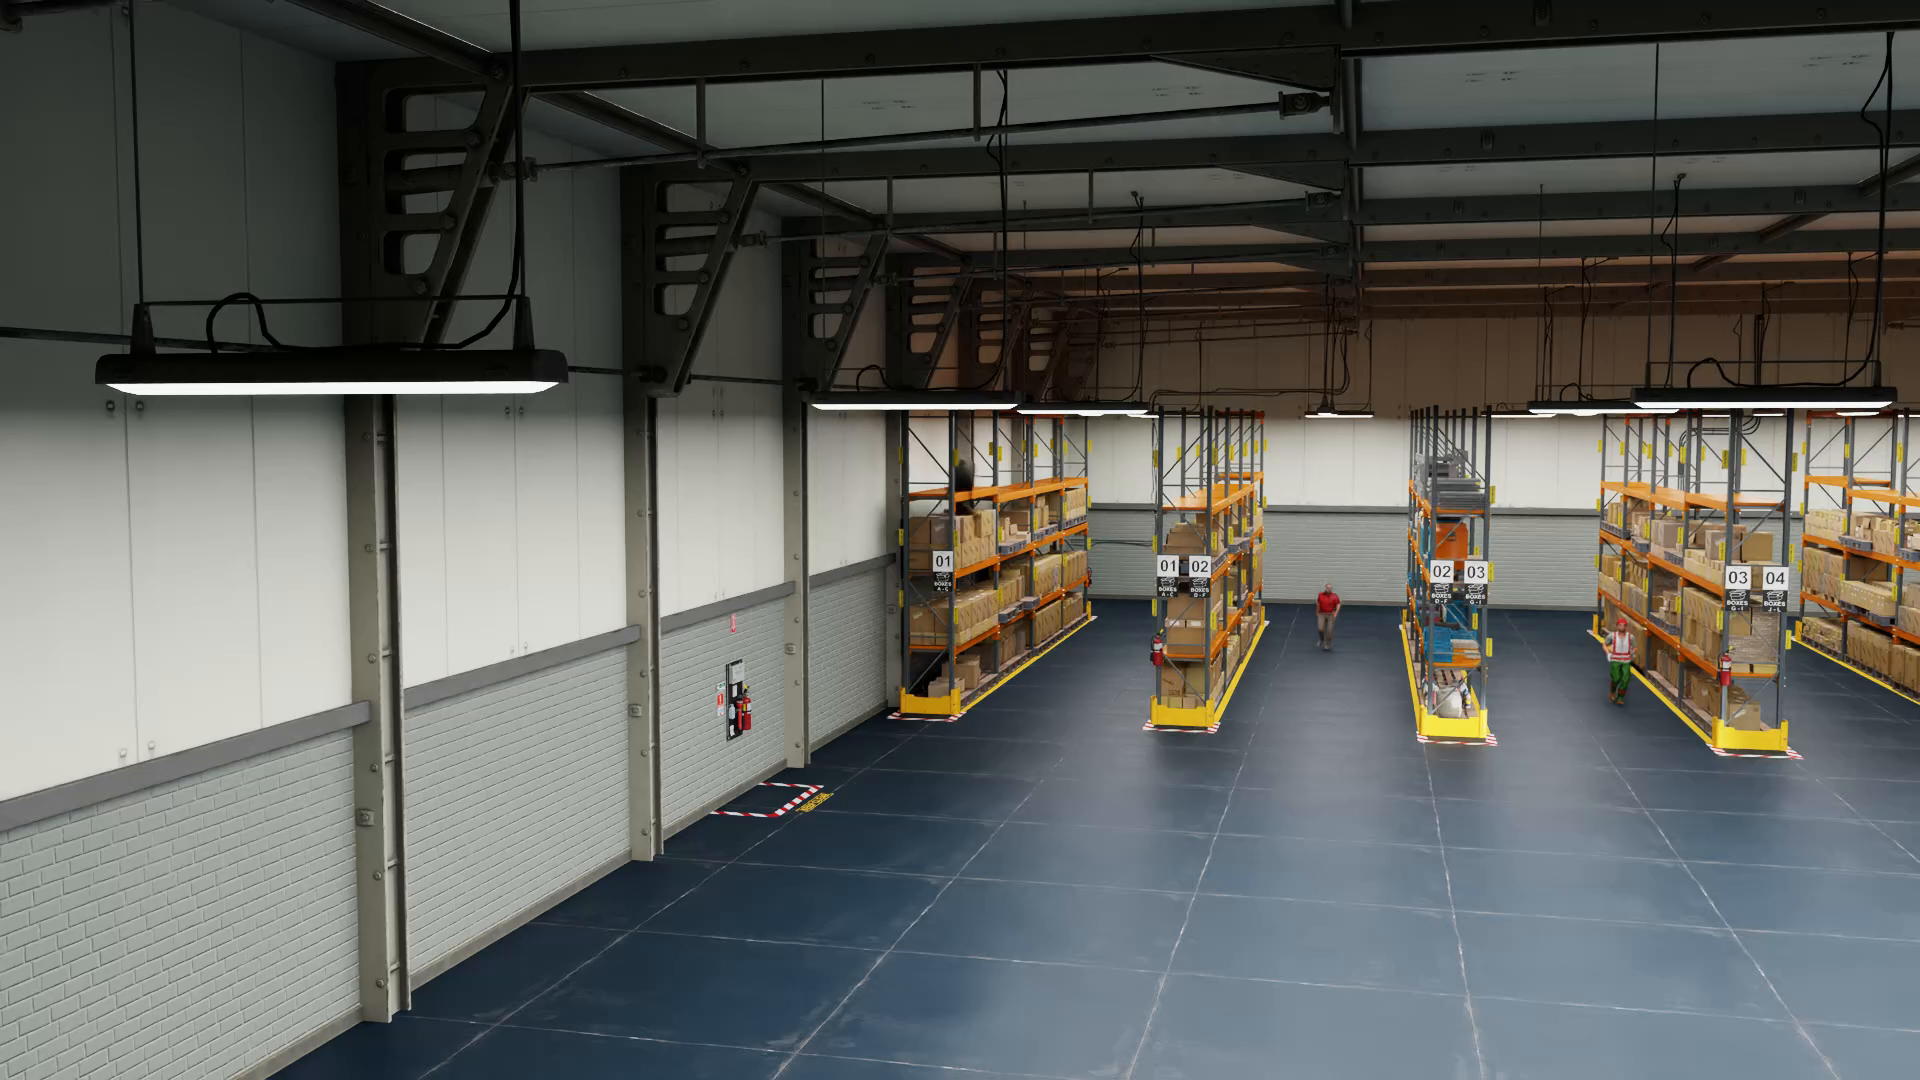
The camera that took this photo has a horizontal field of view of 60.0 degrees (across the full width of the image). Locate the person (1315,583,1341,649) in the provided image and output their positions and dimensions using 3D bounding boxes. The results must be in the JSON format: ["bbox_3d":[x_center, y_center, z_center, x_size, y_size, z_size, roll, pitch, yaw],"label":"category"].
[{"bbox_3d":[9.157,1.908,41.465,0.670,1.682,0.804,1,4,19],"label":"person"}]

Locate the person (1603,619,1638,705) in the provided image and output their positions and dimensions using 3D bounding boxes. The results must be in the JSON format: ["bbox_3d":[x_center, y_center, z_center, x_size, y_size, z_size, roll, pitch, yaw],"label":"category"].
[{"bbox_3d":[13.282,2.453,33.389,0.640,1.743,0.610,1,4,10],"label":"person"}]
